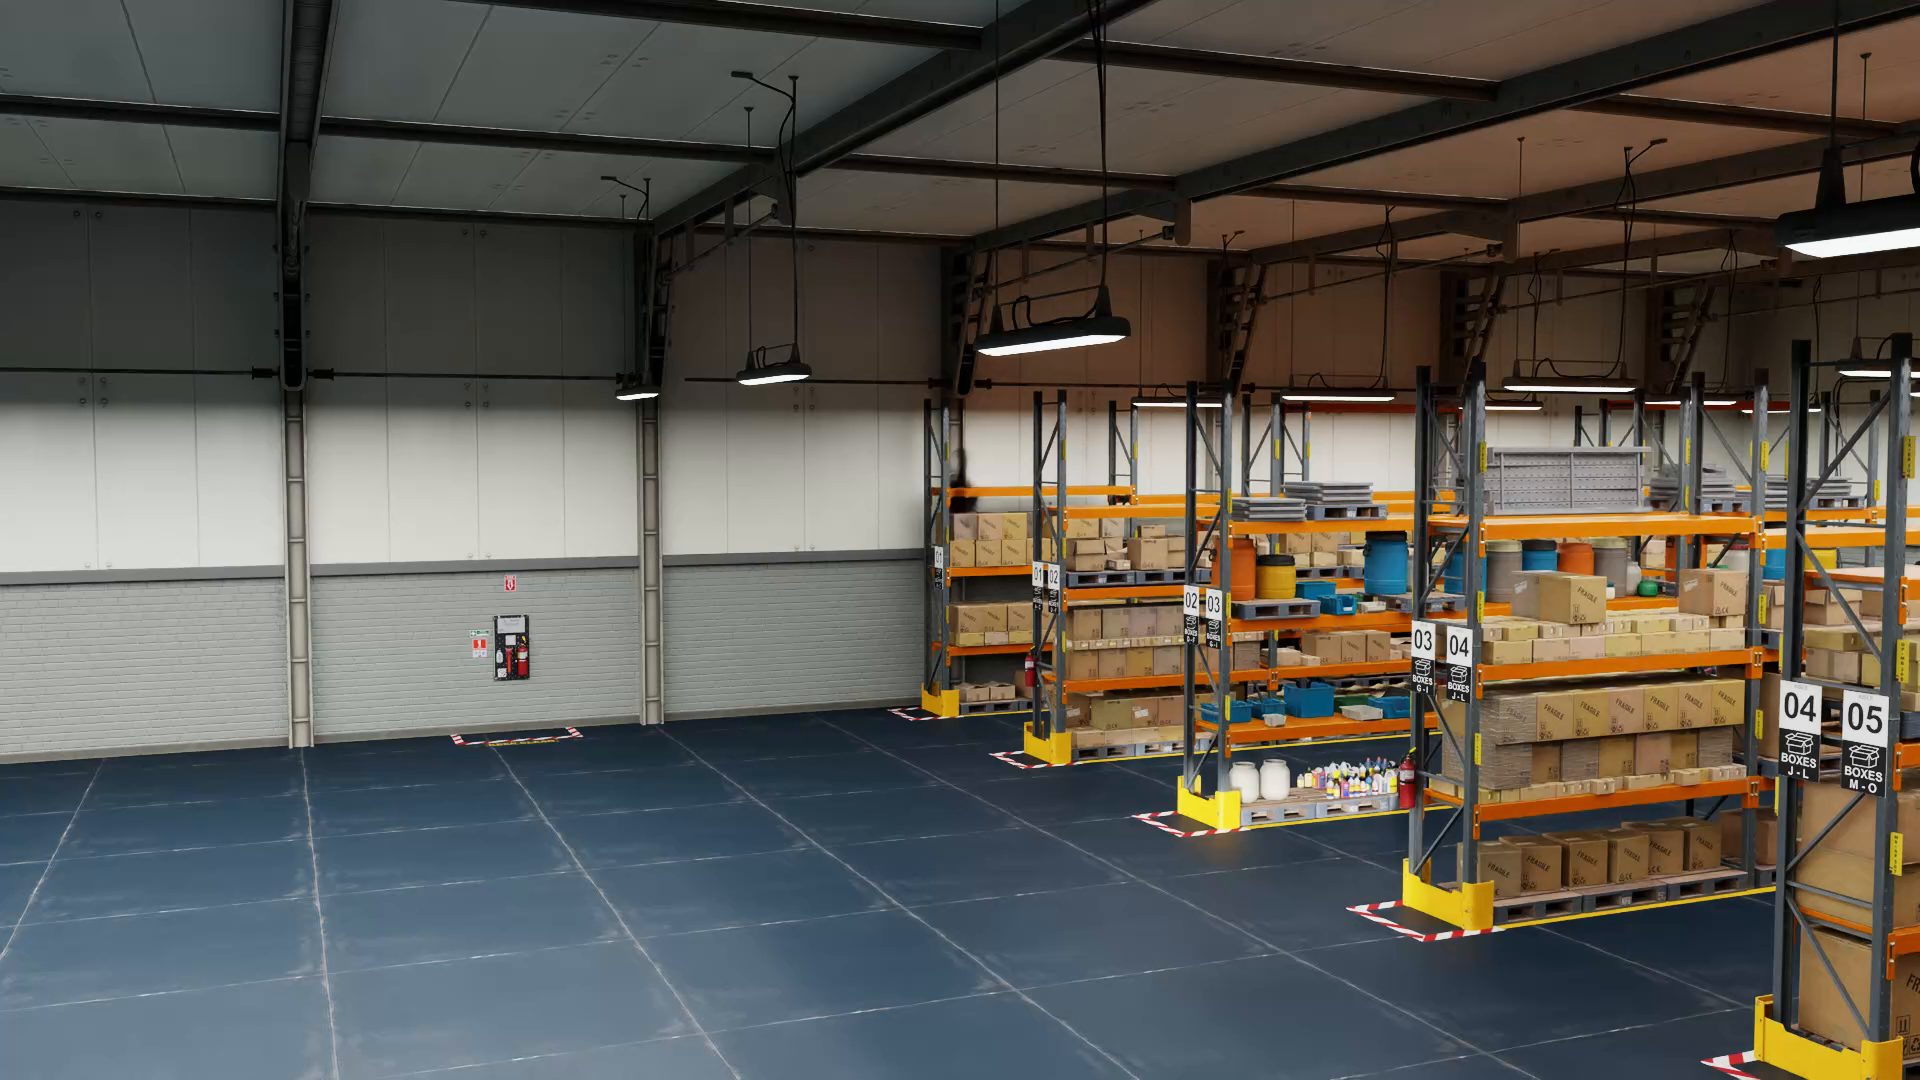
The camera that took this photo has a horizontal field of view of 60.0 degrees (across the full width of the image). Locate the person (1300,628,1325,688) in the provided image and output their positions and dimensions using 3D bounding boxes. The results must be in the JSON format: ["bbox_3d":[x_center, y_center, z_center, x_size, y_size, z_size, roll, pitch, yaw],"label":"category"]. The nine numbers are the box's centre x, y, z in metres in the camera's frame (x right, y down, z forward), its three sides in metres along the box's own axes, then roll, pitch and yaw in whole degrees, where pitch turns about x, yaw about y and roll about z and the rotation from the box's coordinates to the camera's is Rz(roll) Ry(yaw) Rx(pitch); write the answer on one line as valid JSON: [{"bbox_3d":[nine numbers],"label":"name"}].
[{"bbox_3d":[7.011,2.437,32.723,0.922,1.573,0.551,-3,4,-38],"label":"person"}]
